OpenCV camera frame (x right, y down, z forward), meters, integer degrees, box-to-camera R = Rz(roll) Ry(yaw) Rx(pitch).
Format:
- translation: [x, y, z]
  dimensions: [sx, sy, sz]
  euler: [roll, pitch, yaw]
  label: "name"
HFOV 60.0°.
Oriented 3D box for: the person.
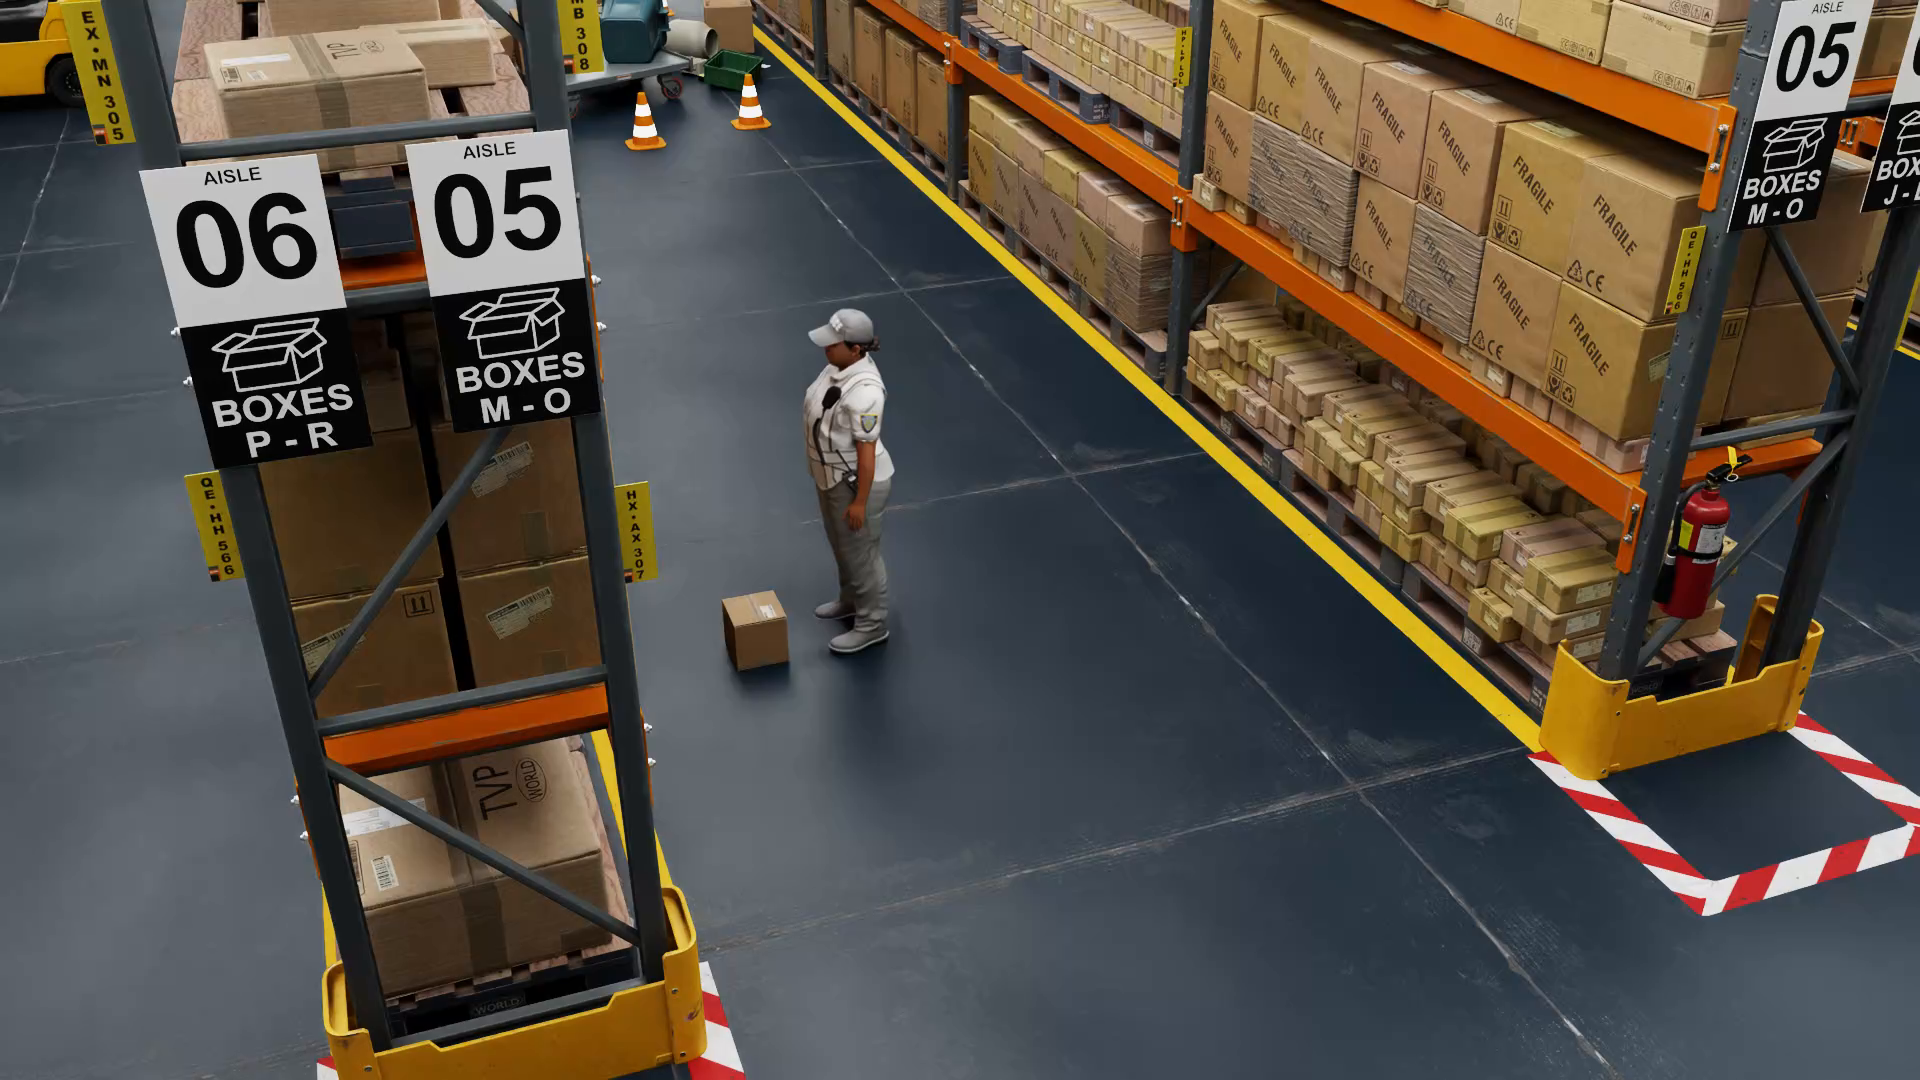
- translation: [-0.514, -0.271, 7.602]
  dimensions: [0.388, 1.678, 0.511]
  euler: [-11, 32, -18]
  label: "person"
